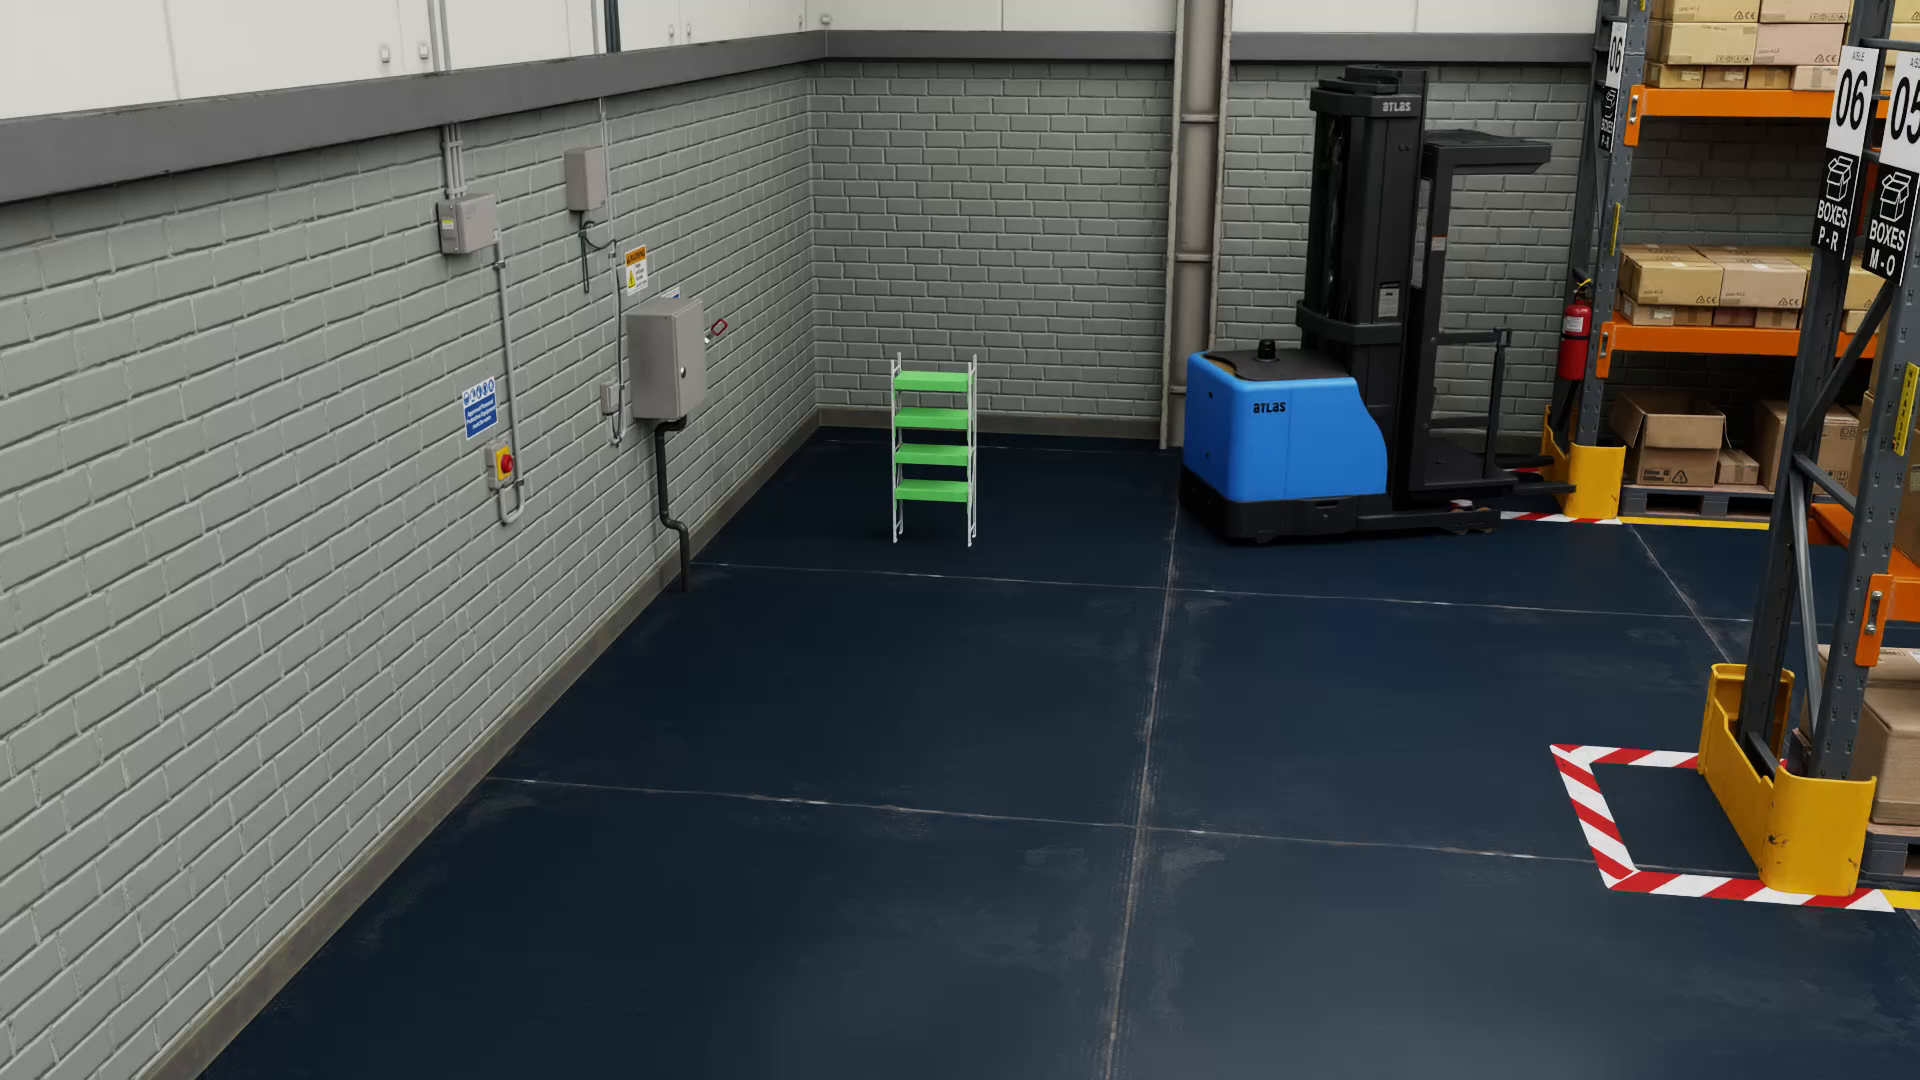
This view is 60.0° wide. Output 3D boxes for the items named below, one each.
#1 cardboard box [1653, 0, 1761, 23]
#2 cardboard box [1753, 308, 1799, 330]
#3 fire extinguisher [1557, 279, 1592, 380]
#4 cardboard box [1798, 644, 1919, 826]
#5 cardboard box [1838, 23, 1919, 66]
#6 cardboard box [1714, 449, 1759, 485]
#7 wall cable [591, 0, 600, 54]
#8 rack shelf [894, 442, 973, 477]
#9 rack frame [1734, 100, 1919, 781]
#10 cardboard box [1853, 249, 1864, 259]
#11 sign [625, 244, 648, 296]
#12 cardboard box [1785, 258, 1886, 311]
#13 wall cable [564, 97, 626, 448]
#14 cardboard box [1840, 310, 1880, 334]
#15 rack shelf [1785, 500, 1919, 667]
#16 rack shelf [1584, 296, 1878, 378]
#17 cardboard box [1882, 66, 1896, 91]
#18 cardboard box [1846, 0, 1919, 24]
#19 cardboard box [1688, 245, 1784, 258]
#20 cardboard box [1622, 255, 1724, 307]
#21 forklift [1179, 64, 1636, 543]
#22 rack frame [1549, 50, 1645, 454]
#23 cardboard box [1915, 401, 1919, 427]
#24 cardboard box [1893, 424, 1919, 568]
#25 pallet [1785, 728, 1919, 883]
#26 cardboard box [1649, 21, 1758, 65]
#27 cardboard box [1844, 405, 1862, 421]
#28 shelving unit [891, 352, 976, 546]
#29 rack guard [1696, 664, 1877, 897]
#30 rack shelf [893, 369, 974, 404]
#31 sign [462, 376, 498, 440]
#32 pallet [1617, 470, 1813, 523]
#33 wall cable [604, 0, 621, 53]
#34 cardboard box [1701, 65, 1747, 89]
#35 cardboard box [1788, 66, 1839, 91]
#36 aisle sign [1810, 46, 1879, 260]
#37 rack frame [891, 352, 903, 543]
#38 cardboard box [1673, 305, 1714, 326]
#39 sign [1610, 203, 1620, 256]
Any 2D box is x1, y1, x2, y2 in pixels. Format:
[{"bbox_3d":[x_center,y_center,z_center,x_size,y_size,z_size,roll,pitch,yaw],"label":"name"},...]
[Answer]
[{"bbox_3d":[4.684,-3.381,10.432,0.500,0.250,0.500,3,19,8],"label":"cardboard box"},{"bbox_3d":[5.330,-1.498,10.948,0.250,0.149,0.380,4,19,10],"label":"cardboard box"},{"bbox_3d":[4.067,-1.401,10.973,0.183,0.674,0.296,3,19,9],"label":"fire extinguisher"},{"bbox_3d":[4.169,0.821,6.998,0.875,0.438,0.875,2,19,7],"label":"cardboard box"},{"bbox_3d":[5.689,-3.088,10.344,0.500,0.250,0.500,2,19,7],"label":"cardboard box"},{"bbox_3d":[5.288,-0.505,11.417,0.250,0.149,0.380,2,19,6],"label":"cardboard box"},{"bbox_3d":[-2.037,-3.475,7.008,0.029,3.000,2.355,3,19,9],"label":"wall cable"},{"bbox_3d":[-0.163,-0.517,10.658,0.480,0.148,0.258,3,19,9],"label":"rack shelf"},{"bbox_3d":[3.502,-0.197,6.664,0.127,3.000,1.000,3,19,9],"label":"rack frame"},{"bbox_3d":[6.295,-1.803,11.232,0.500,0.250,0.500,3,19,9],"label":"cardboard box"},{"bbox_3d":[-1.805,-1.509,9.284,0.001,0.242,0.339,3,19,9],"label":"sign"},{"bbox_3d":[5.689,-1.665,10.820,0.500,0.250,0.500,3,19,8],"label":"cardboard box"},{"bbox_3d":[-1.856,-1.400,8.659,0.122,1.984,0.588,3,19,9],"label":"wall cable"},{"bbox_3d":[5.831,-1.450,10.805,0.250,0.149,0.380,2,19,7],"label":"cardboard box"},{"bbox_3d":[5.476,0.245,6.477,4.000,0.370,1.077,3,19,9],"label":"rack shelf"},{"bbox_3d":[6.260,-1.310,11.126,4.000,0.370,1.077,3,19,9],"label":"rack shelf"},{"bbox_3d":[5.820,-2.895,10.395,0.250,0.149,0.380,3,19,8],"label":"cardboard box"},{"bbox_3d":[5.681,-3.328,10.275,0.500,0.250,0.500,3,19,8],"label":"cardboard box"},{"bbox_3d":[5.291,-1.856,11.389,0.500,0.250,0.500,3,19,9],"label":"cardboard box"},{"bbox_3d":[4.691,-1.715,10.968,0.500,0.250,0.500,3,19,9],"label":"cardboard box"},{"bbox_3d":[3.086,-1.586,10.924,3.031,2.935,1.130,-4,19,-11],"label":"forklift"},{"bbox_3d":[4.285,-1.752,11.312,0.127,3.000,1.000,3,19,9],"label":"rack frame"},{"bbox_3d":[3.930,-0.605,6.151,0.500,0.500,0.500,3,19,7],"label":"cardboard box"},{"bbox_3d":[3.930,-0.130,6.307,0.500,0.500,0.500,3,19,8],"label":"cardboard box"},{"bbox_3d":[4.304,1.141,7.060,1.213,0.211,1.003,3,19,9],"label":"pallet"},{"bbox_3d":[4.680,-3.137,10.490,0.500,0.250,0.500,3,19,8],"label":"cardboard box"},{"bbox_3d":[6.218,-0.592,11.123,0.500,0.500,0.500,3,19,10],"label":"cardboard box"},{"bbox_3d":[-0.163,-0.577,10.638,0.503,1.200,0.258,3,19,9],"label":"shelving unit"},{"bbox_3d":[3.478,0.987,7.064,0.348,0.500,1.175,3,19,9],"label":"rack guard"},{"bbox_3d":[-0.163,-0.972,10.506,0.480,0.148,0.258,3,19,9],"label":"rack shelf"},{"bbox_3d":[-2.137,-0.589,7.412,0.001,0.218,0.327,3,19,9],"label":"sign"},{"bbox_3d":[5.148,-0.386,11.624,1.213,0.211,1.003,3,19,9],"label":"pallet"},{"bbox_3d":[-1.558,-4.364,9.604,0.133,3.039,2.988,3,19,9],"label":"wall cable"},{"bbox_3d":[4.826,-2.962,10.596,0.250,0.149,0.380,3,19,10],"label":"cardboard box"},{"bbox_3d":[5.307,-2.899,10.407,0.250,0.149,0.380,3,19,10],"label":"cardboard box"},{"bbox_3d":[3.480,-1.530,6.553,0.004,0.787,0.394,3,19,9],"label":"aisle sign"},{"bbox_3d":[-0.404,-0.590,10.674,0.015,1.200,0.240,3,19,9],"label":"rack frame"},{"bbox_3d":[4.825,-1.532,11.051,0.250,0.149,0.380,3,19,10],"label":"cardboard box"},{"bbox_3d":[4.199,-1.993,10.667,0.005,0.325,0.100,3,19,9],"label":"sign"}]
